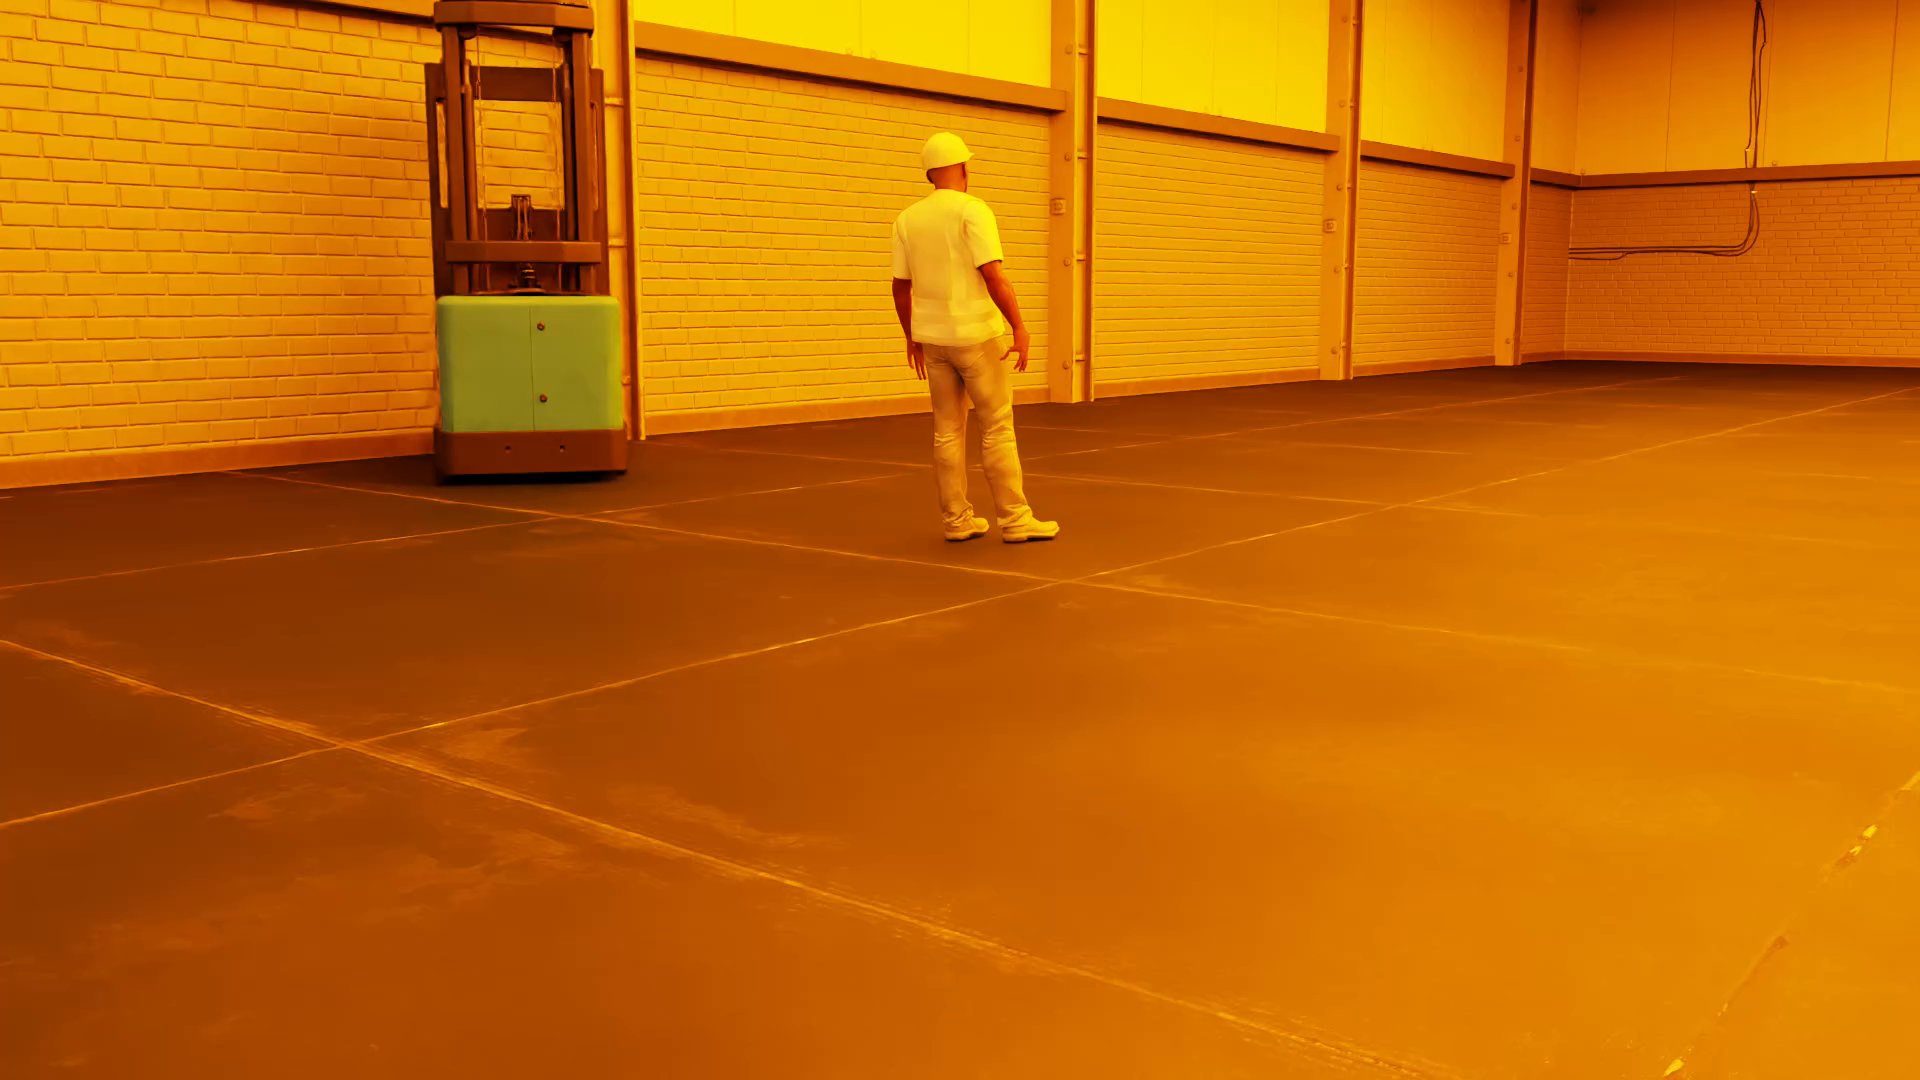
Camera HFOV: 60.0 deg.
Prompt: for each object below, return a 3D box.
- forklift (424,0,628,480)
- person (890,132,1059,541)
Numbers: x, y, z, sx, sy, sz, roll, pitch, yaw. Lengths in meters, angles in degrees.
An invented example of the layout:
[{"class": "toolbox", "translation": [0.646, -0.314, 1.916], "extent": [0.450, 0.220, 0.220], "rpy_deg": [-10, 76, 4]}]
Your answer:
[{"class": "forklift", "translation": [-2.854, -1.976, 10.785], "extent": [1.130, 2.935, 3.031], "rpy_deg": [-2, 9, -16]}, {"class": "person", "translation": [0.049, -0.888, 7.325], "extent": [0.665, 1.765, 0.577], "rpy_deg": [7, 11, 38]}]
